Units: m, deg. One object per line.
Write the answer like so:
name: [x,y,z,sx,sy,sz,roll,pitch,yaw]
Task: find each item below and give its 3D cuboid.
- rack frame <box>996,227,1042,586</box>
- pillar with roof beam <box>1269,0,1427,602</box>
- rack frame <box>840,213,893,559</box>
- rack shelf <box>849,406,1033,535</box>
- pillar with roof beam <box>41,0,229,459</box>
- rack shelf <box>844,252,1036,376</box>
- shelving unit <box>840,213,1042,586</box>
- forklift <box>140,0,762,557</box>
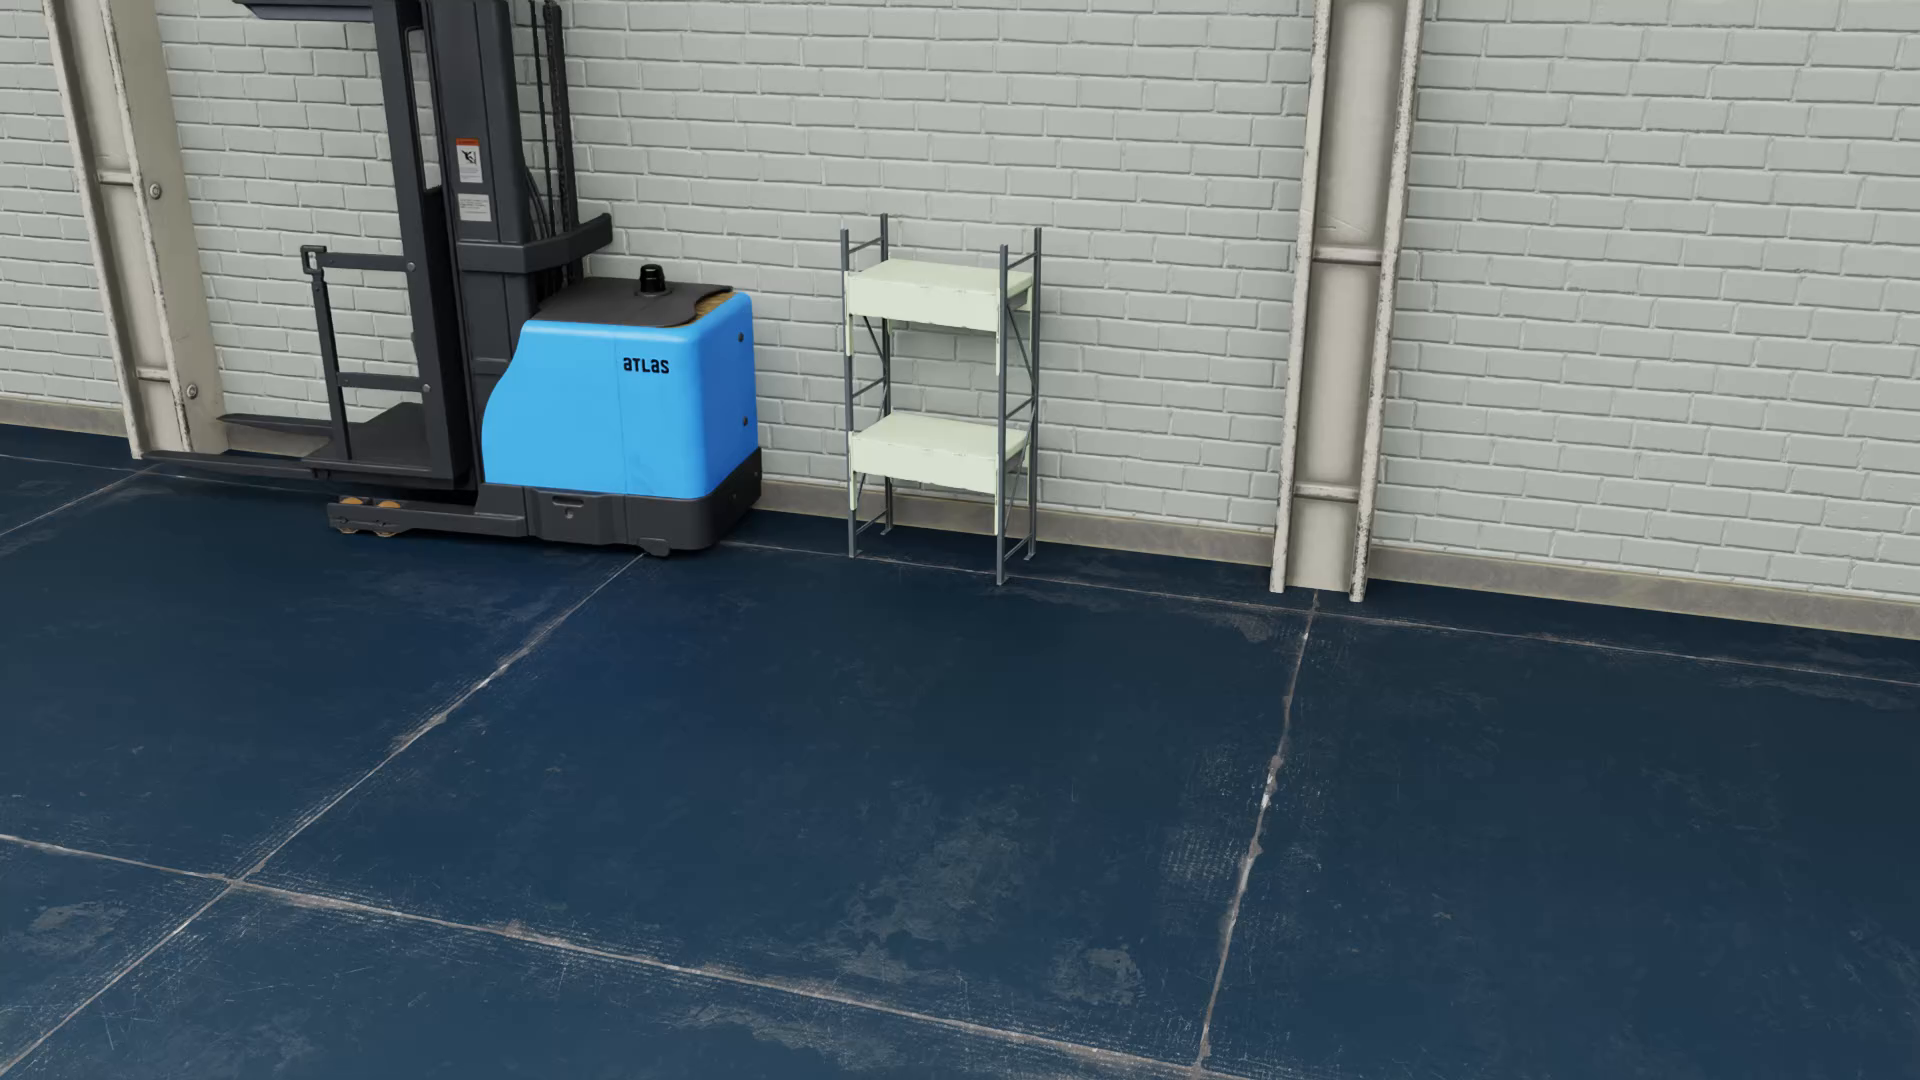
rack frame: [0.254,-0.563,7.167,0.023,1.500,0.400,10,24,23]
pillar with roof beam: [0.336,-2.410,1.788,0.400,9.000,9.100,7,23,16]
rack frame: [-0.411,-0.680,7.450,0.023,1.500,0.400,10,24,23]
rack shelf: [-0.079,-0.320,7.433,0.720,0.370,0.431,10,24,23]
pillar with roof beam: [-5.408,-3.068,3.391,0.400,9.000,9.100,7,23,16]
rack shelf: [-0.079,-0.983,7.161,0.720,0.370,0.431,10,24,23]
shelving unit: [-0.079,-0.622,7.309,0.755,1.500,0.431,10,24,23]
forklift: [-2.492,-1.558,7.706,3.031,2.935,1.130,5,23,12]
